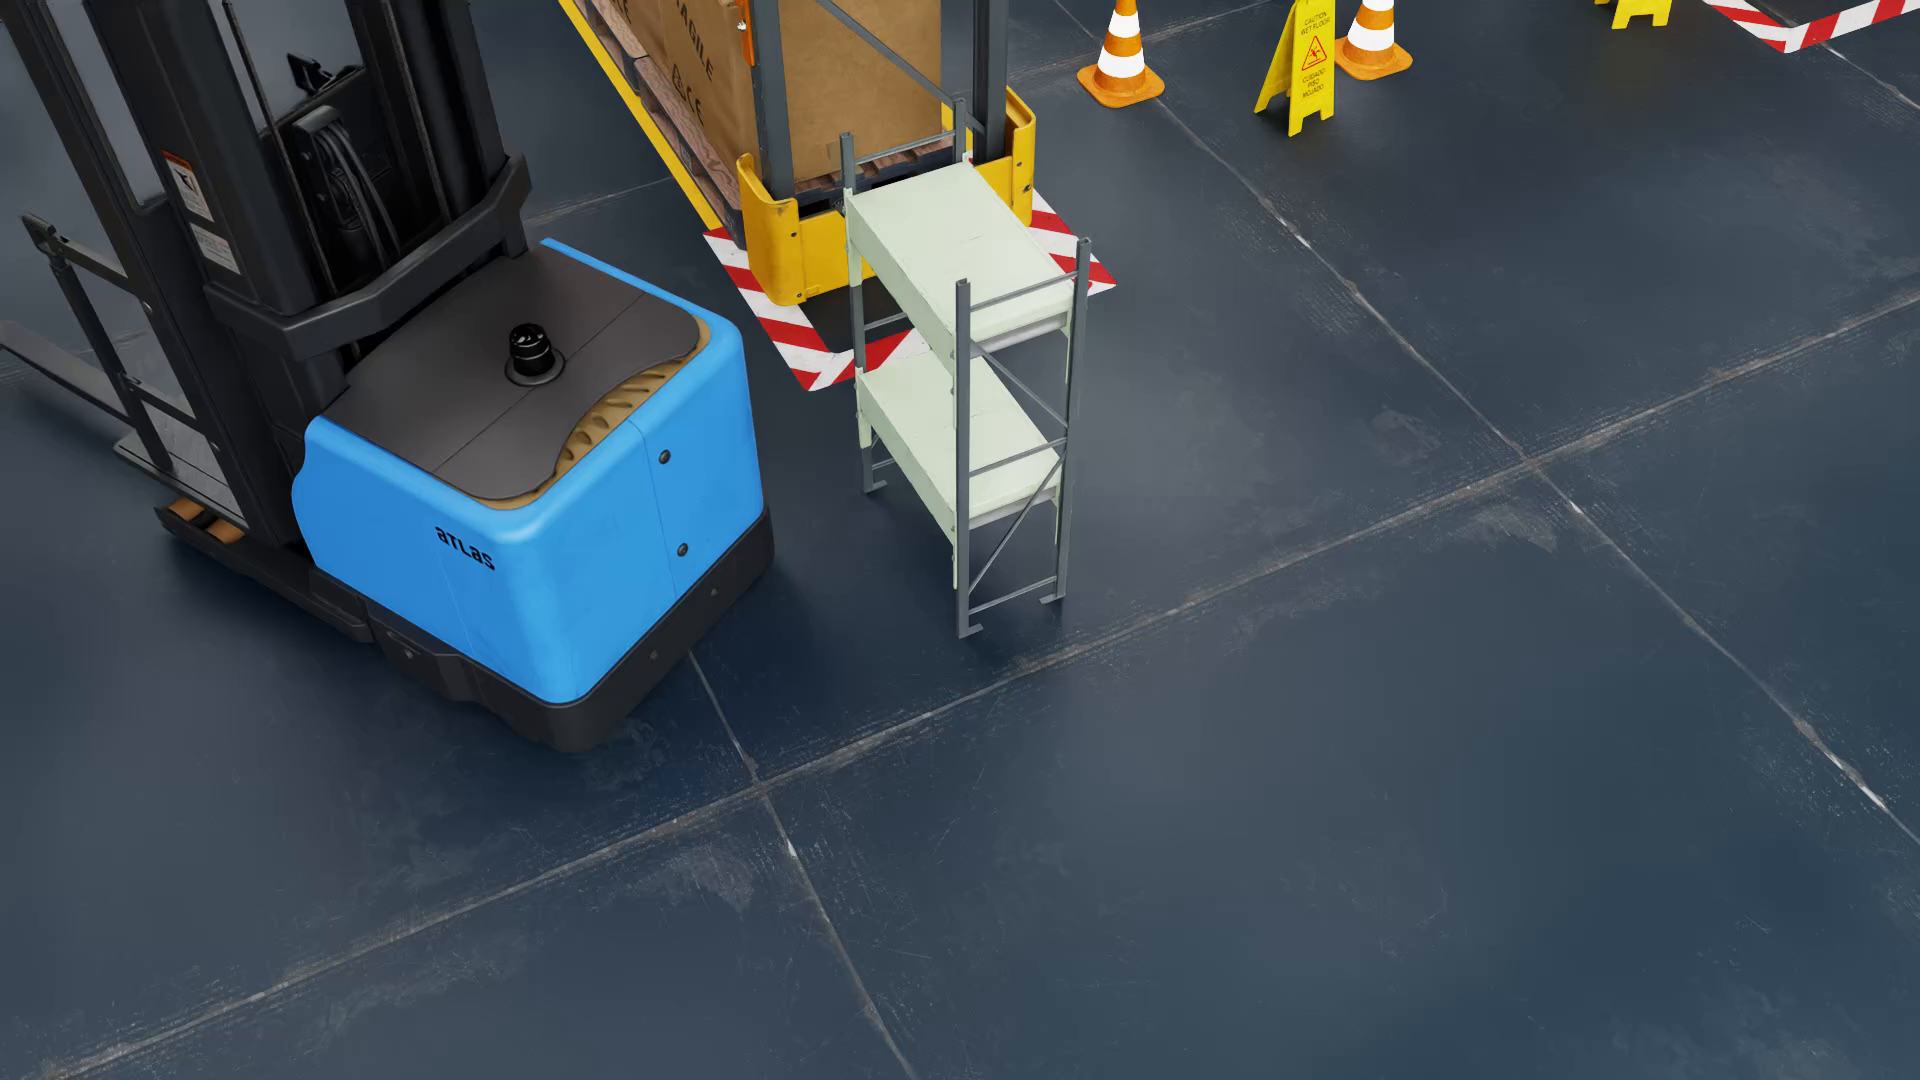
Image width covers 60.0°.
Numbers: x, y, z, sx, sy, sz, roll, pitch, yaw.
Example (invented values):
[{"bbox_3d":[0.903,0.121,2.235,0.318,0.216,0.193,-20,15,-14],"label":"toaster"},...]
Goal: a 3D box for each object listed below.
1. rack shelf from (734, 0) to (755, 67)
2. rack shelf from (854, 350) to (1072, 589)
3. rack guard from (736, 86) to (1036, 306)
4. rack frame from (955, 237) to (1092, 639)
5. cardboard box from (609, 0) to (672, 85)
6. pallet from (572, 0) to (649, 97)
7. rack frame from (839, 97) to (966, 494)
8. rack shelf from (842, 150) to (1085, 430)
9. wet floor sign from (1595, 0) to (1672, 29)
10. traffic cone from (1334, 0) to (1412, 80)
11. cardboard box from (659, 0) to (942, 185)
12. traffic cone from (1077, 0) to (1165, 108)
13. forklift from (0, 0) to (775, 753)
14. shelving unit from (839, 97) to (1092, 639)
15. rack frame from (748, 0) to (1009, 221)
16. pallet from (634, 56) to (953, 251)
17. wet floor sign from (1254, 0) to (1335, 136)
[{"bbox_3d":[-1.204,-3.325,7.143,1.077,0.370,4.000,-21,52,-18],"label":"rack shelf"},{"bbox_3d":[0.003,-0.275,5.427,0.431,0.370,0.720,-21,52,-18],"label":"rack shelf"},{"bbox_3d":[-0.278,-1.385,6.629,1.175,0.500,0.348,-21,52,-18],"label":"rack guard"},{"bbox_3d":[0.171,-0.244,4.967,0.400,1.500,0.023,-21,52,-18],"label":"rack frame"},{"bbox_3d":[-1.062,-2.682,7.235,0.875,0.875,0.875,-22,52,-18],"label":"cardboard box"},{"bbox_3d":[-1.279,-2.629,7.909,1.003,0.211,1.213,-21,52,-18],"label":"pallet"},{"bbox_3d":[-0.164,-0.734,5.396,0.400,1.500,0.023,-21,52,-18],"label":"rack frame"},{"bbox_3d":[0.003,-0.746,4.888,0.431,0.370,0.720,-21,52,-18],"label":"rack shelf"},{"bbox_3d":[3.202,-2.725,7.705,0.267,0.644,0.232,-5,49,-5],"label":"wet floor sign"},{"bbox_3d":[1.891,-2.395,7.537,0.336,0.463,0.334,-21,52,-18],"label":"traffic cone"},{"bbox_3d":[-0.658,-2.093,6.721,0.875,0.875,0.875,-21,52,-17],"label":"cardboard box"},{"bbox_3d":[0.731,-2.233,7.396,0.336,0.463,0.334,-21,52,-18],"label":"traffic cone"},{"bbox_3d":[-2.140,-1.185,4.839,3.031,2.935,1.130,26,54,21],"label":"forklift"},{"bbox_3d":[0.003,-0.489,5.182,0.431,1.500,0.755,-21,52,-18],"label":"shelving unit"},{"bbox_3d":[-0.289,-2.224,5.702,1.000,3.000,0.127,-21,52,-18],"label":"rack frame"},{"bbox_3d":[-0.724,-1.814,7.196,1.003,0.211,1.213,-21,52,-18],"label":"pallet"},{"bbox_3d":[1.485,-2.111,7.168,0.267,0.644,0.232,-30,55,-23],"label":"wet floor sign"}]
